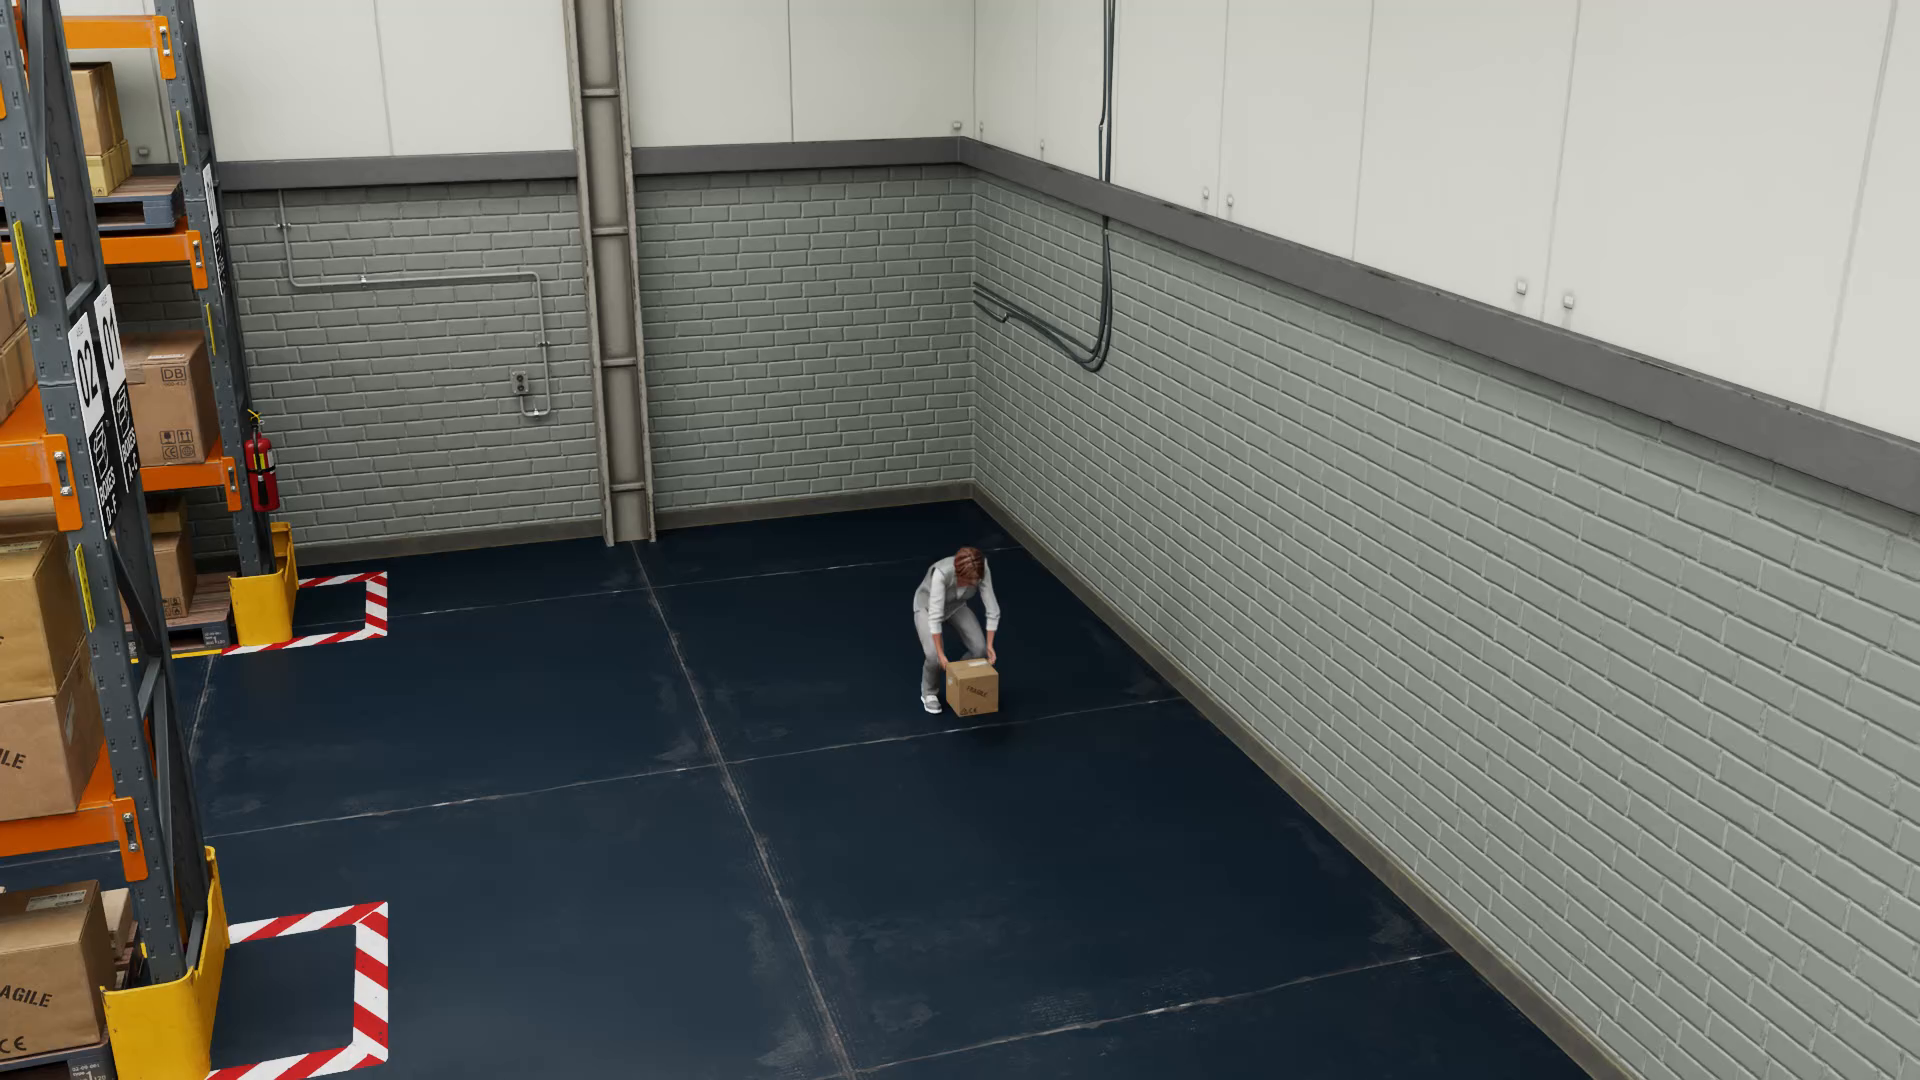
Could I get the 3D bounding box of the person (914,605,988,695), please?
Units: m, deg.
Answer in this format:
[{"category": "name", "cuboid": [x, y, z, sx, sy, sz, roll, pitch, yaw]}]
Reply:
[{"category": "person", "cuboid": [-0.073, 0.655, 10.423, 0.416, 0.664, 0.484, -6, 20, -17]}]
